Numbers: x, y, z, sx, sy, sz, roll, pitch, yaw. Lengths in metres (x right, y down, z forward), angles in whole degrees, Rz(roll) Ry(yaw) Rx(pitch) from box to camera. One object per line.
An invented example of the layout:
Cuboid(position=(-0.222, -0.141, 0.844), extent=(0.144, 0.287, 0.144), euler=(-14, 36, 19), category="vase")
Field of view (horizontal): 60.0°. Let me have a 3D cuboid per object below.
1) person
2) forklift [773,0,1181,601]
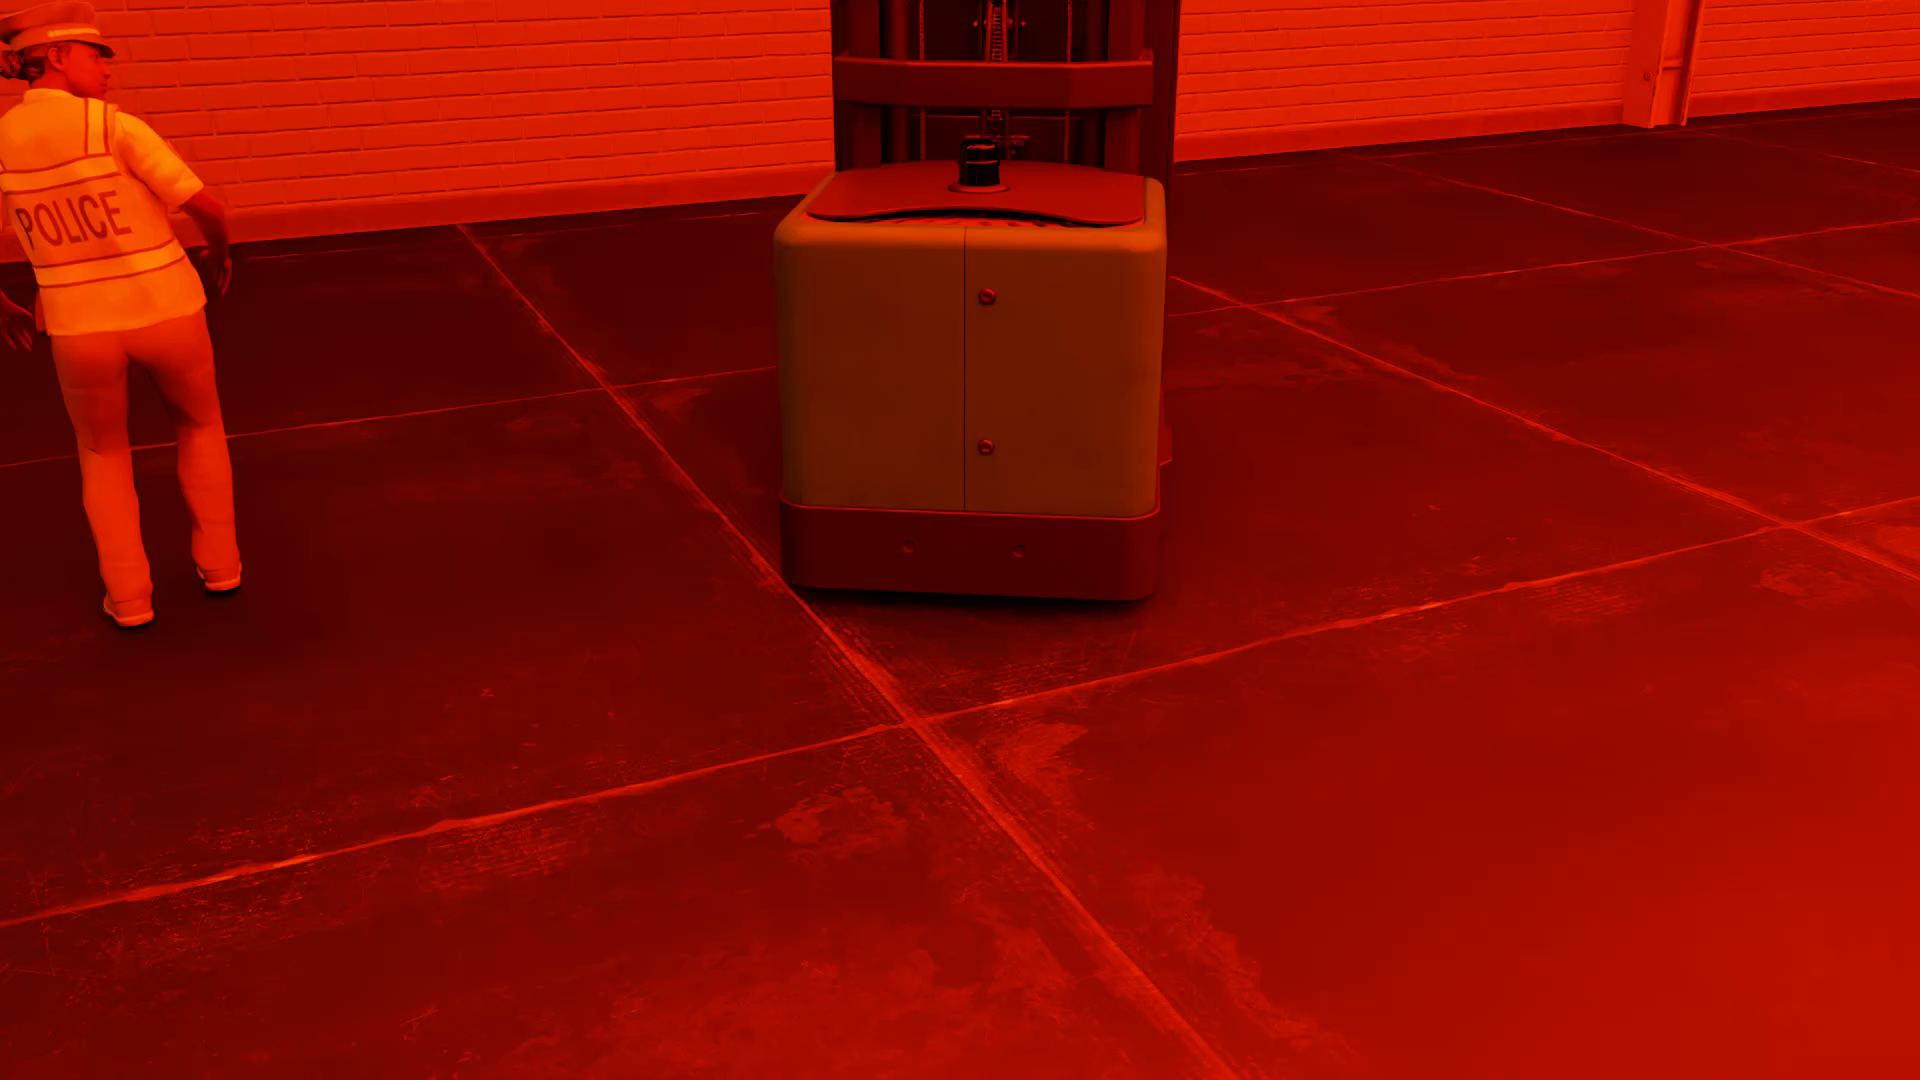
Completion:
Cuboid(position=(-2.247, -0.575, 4.401), extent=(0.669, 1.629, 0.492), euler=(-6, 23, -14), category="person")
Cuboid(position=(0.166, -1.715, 5.415), extent=(1.130, 2.935, 3.031), euler=(2, 23, 5), category="forklift")
